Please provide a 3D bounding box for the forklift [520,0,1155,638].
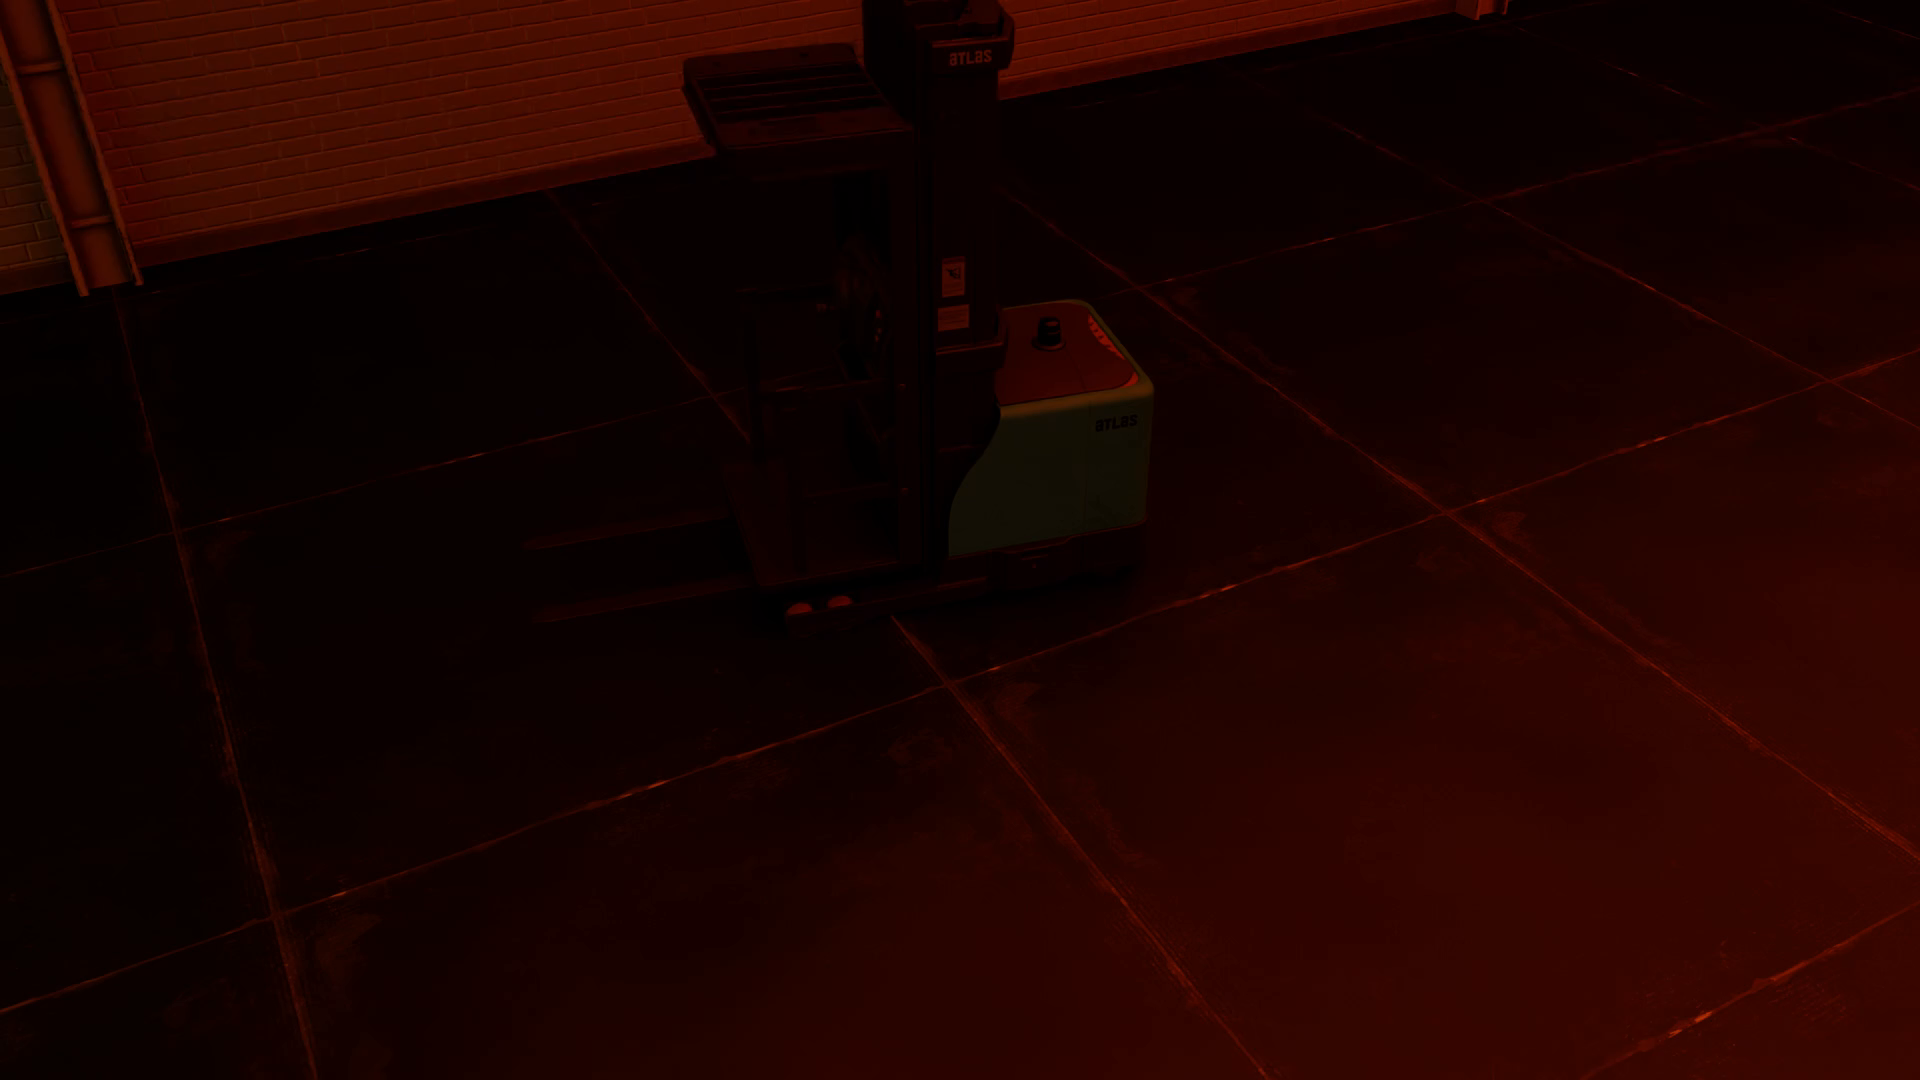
[{"bbox_3d":[-0.637,-1.068,7.634,3.031,2.935,1.130,-10,36,-14],"label":"forklift"}]
